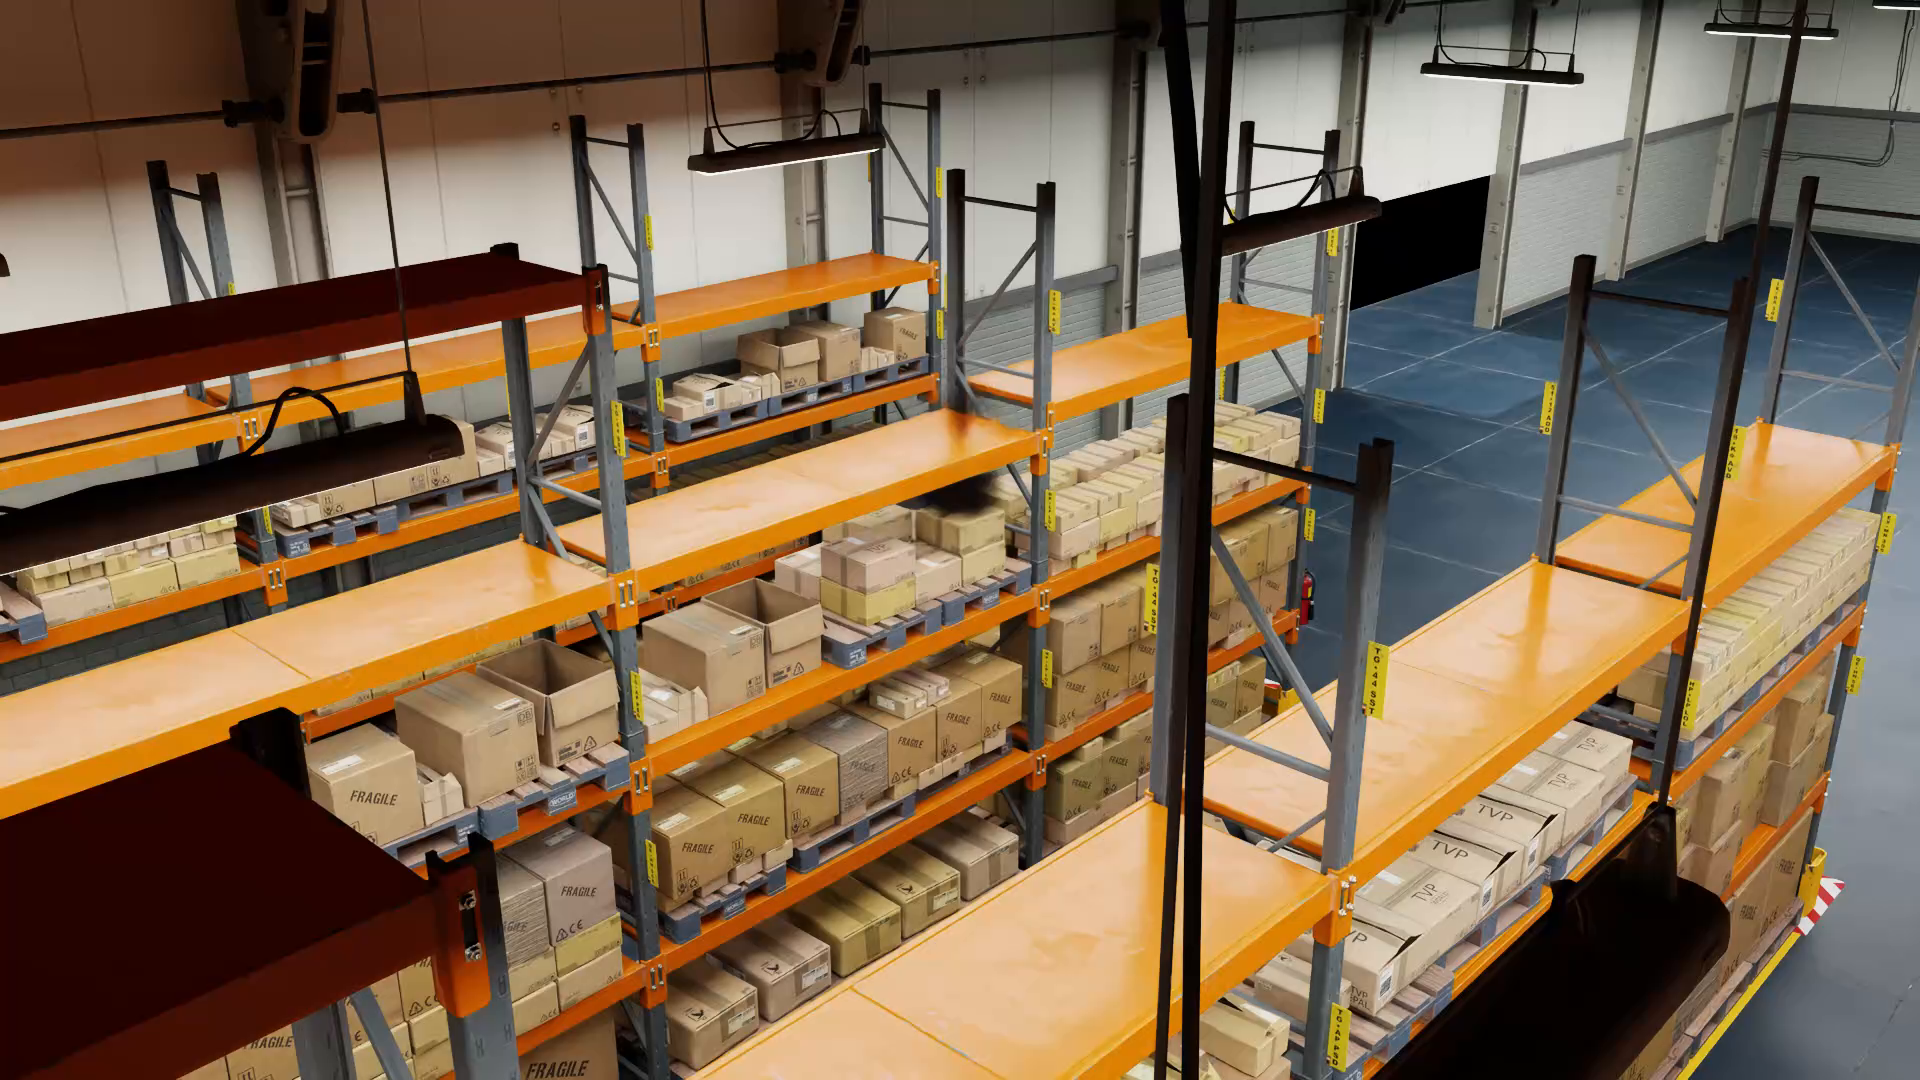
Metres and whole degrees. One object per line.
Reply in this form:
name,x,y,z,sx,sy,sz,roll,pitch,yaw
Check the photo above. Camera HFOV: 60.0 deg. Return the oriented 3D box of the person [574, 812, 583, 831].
person,-3.528,1.974,14.477,0.670,1.750,0.926,14,25,32
